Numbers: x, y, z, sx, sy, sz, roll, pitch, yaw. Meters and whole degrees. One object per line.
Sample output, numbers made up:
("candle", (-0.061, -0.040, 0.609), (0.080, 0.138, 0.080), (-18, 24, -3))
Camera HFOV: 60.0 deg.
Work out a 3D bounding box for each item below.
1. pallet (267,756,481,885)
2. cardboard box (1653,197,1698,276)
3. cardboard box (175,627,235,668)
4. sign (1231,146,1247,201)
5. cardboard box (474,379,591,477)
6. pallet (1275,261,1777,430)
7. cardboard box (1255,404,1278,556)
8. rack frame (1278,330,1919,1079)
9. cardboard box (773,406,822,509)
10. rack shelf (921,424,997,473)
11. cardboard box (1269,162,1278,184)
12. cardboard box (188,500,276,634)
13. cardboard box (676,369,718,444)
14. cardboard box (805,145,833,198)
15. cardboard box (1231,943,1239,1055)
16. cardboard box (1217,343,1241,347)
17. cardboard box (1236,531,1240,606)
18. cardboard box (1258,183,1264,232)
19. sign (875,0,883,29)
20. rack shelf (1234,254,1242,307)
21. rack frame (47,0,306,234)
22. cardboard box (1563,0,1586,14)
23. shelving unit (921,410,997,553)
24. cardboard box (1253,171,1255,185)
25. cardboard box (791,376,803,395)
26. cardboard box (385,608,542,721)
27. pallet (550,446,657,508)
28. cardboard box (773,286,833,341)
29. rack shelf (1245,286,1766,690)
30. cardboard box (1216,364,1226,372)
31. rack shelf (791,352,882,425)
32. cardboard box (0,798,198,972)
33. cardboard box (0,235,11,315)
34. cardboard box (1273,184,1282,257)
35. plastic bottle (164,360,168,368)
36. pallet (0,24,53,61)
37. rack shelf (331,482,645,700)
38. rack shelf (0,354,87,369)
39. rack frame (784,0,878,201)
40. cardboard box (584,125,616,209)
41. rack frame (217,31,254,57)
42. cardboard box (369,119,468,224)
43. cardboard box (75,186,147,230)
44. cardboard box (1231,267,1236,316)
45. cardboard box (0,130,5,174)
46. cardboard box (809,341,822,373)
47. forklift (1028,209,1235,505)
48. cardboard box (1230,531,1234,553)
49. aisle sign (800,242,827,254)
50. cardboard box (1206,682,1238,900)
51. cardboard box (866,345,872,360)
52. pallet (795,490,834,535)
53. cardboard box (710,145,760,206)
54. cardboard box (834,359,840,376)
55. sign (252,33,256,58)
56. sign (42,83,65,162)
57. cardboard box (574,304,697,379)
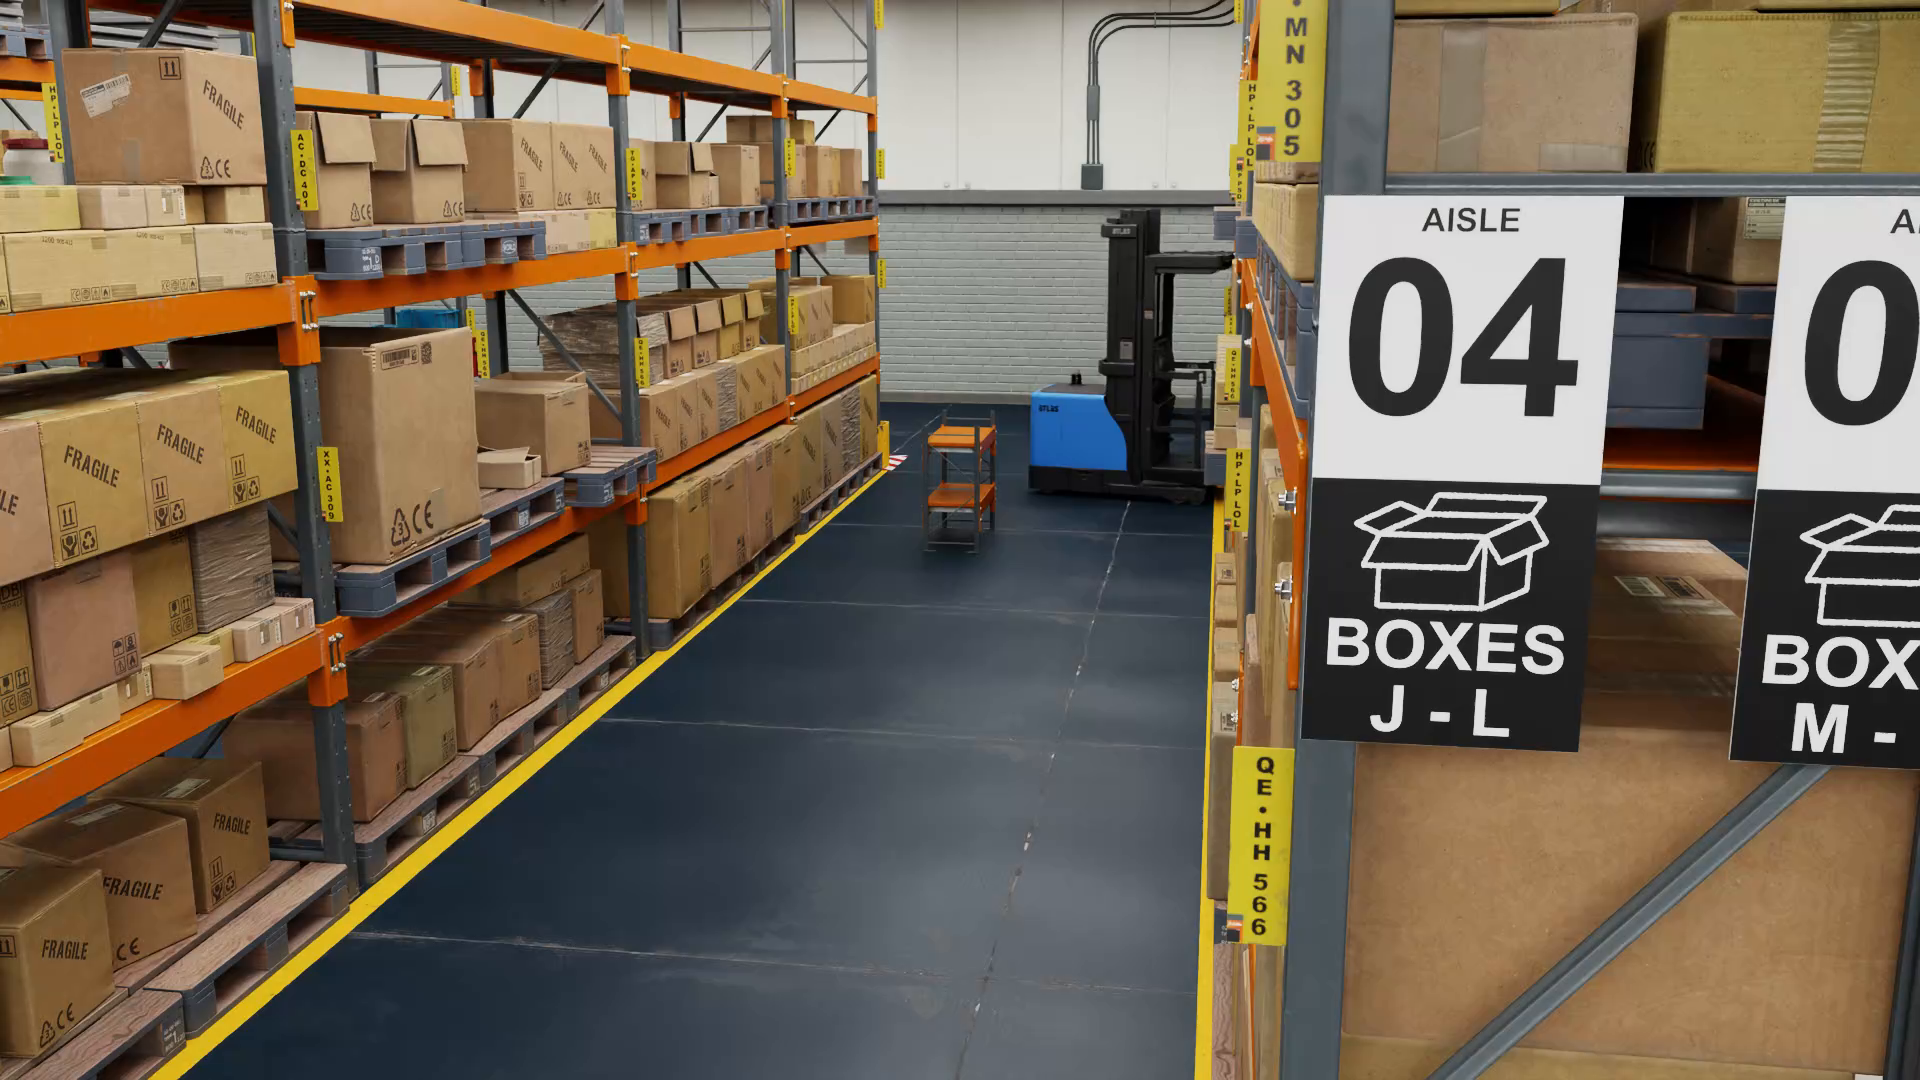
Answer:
("pallet", (-3.146, 1.368, 8.400), (1.003, 0.211, 1.213), (2, 12, 9))
("cardboard box", (1.414, -0.530, 2.832), (0.380, 0.149, 0.250), (2, 12, 9))
("cardboard box", (-3.153, 0.446, 6.656), (0.380, 0.149, 0.250), (2, 12, 9))
("sign", (1.700, -2.221, 10.087), (0.100, 0.325, 0.005), (2, 12, 9))
("cardboard box", (-2.680, -0.686, 10.081), (0.700, 0.500, 0.500), (4, 13, 17))
("pallet", (1.110, -0.396, 3.058), (1.003, 0.211, 1.213), (2, 12, 9))
("cardboard box", (1.530, -0.176, 6.030), (0.875, 0.550, 0.550), (2, 12, 9))
("rack frame", (1.006, 1.182, 2.647), (1.000, 3.000, 0.127), (2, 12, 9))
("cardboard box", (-1.854, -0.799, 15.886), (0.875, 0.875, 0.875), (2, 12, 9))
("rack shelf", (0.001, -0.837, 15.076), (0.538, 0.278, 1.000), (2, 12, 9))
("cardboard box", (0.961, -0.930, 3.743), (0.500, 0.250, 0.500), (2, 12, 8))
("cardboard box", (-3.395, 0.065, 6.887), (0.875, 0.500, 0.500), (2, 12, 9))
("cardboard box", (-2.153, -1.021, 12.629), (0.500, 0.500, 0.500), (2, 12, 8))
("cardboard box", (-1.665, -3.648, 16.467), (0.700, 0.500, 0.500), (2, 12, 11))
("cardboard box", (1.455, 1.311, 6.093), (0.875, 0.875, 0.875), (2, 12, 10))
("cardboard box", (2.217, -1.459, 13.088), (0.380, 0.149, 0.250), (2, 12, 8))
("cardboard box", (1.515, 0.078, 7.532), (0.500, 0.500, 0.500), (2, 12, 8))
("cardboard box", (1.074, -0.972, 4.882), (0.380, 0.149, 0.250), (2, 12, 8))
("sign", (-0.885, -5.738, 18.111), (0.100, 0.325, 0.005), (2, 12, 9))
("rack shelf", (2.544, -2.015, 12.066), (1.077, 0.370, 4.000), (2, 12, 9))
("rack frame", (-3.265, -2.765, 6.722), (1.000, 3.000, 0.127), (2, 12, 9))
("cardboard box", (1.568, -1.130, 3.721), (0.380, 0.149, 0.250), (2, 12, 8))
("shelving unit", (0.001, -0.551, 15.138), (0.538, 1.125, 1.048), (2, 12, 9))
("cardboard box", (1.907, -2.017, 9.347), (0.500, 0.311, 0.500), (2, 12, 9))
("cardboard box", (-1.660, -1.426, 15.343), (0.380, 0.149, 0.250), (2, 12, 9))
("cardboard box", (-2.886, 0.716, 9.698), (0.700, 0.500, 0.500), (3, 13, 13))
("pallet", (-2.654, -0.420, 10.533), (1.213, 0.211, 1.003), (2, 12, 9))
("cardboard box", (-1.549, -2.239, 16.389), (0.500, 0.500, 0.500), (1, 12, 7))
("rack shelf", (1.313, -0.349, 4.338), (1.077, 0.370, 4.000), (2, 12, 9))
("cardboard box", (1.977, -1.136, 11.590), (0.380, 0.149, 0.250), (2, 12, 10))
("rack shelf", (-1.727, -1.563, 17.089), (1.077, 0.370, 4.000), (2, 12, 9))
("cardboard box", (-3.446, 1.385, 6.638), (0.500, 0.500, 0.500), (6, 14, 27))
("cardboard box", (-3.322, -0.804, 5.097), (0.500, 0.250, 0.500), (2, 12, 10))
("cardboard box", (0.840, -0.655, 3.410), (0.380, 0.149, 0.250), (2, 12, 9))
("plastic bottle", (-7.406, -1.539, 15.548), (0.061, 0.283, 0.133), (2, 12, 9))
("pallet", (-7.402, -3.620, 12.084), (1.213, 0.211, 1.003), (2, 12, 9))
("rack shelf", (-2.957, 0.103, 9.361), (1.077, 0.370, 4.000), (2, 12, 9))
("rack shelf", (-11.514, -1.884, 18.582), (1.077, 0.370, 4.000), (2, 12, 9))
("rack frame", (-1.419, -5.263, 18.313), (1.000, 3.000, 0.127), (2, 12, 9))
("cardboard box", (-2.476, -2.318, 10.340), (0.500, 0.500, 0.500), (2, 12, 10))
("rack frame", (-6.928, -4.591, 15.194), (1.000, 3.000, 0.127), (2, 12, 9))
("cardboard box", (-2.950, -1.846, 8.332), (0.797, 0.503, 0.637), (2, 12, 11))
("cardboard box", (-3.130, -1.178, 5.884), (0.380, 0.149, 0.250), (1, 12, 7))
("cardboard box", (2.731, -2.214, 15.086), (0.500, 0.500, 0.500), (1, 12, 7))
("cardboard box", (-11.430, -4.448, 19.037), (0.700, 0.500, 0.500), (2, 12, 9))
("cardboard box", (-1.622, -1.763, 15.960), (0.500, 0.250, 0.500), (2, 12, 8))
("forklift", (2.296, -1.917, 17.187), (3.031, 2.935, 1.130), (4, 13, 17))
("cardboard box", (2.082, 0.016, 11.214), (0.500, 0.250, 0.500), (2, 12, 7))
("aisle sign", (-1.704, -3.626, 18.786), (0.394, 0.787, 0.004), (2, 12, 9))
("cardboard box", (1.627, 1.111, 7.316), (1.050, 0.750, 0.750), (2, 12, 8))
("cardboard box", (-1.187, -2.069, 18.327), (0.380, 0.149, 0.250), (2, 12, 9))
("pallet", (-1.840, -0.291, 16.098), (1.003, 0.211, 1.213), (2, 12, 9))
("cardboard box", (-2.113, -3.097, 14.149), (0.700, 0.500, 0.500), (2, 12, 10))
("cardboard box", (-1.422, -1.751, 16.849), (0.380, 0.149, 0.250), (2, 12, 7))
("sign", (-6.385, -4.471, 15.131), (0.100, 0.325, 0.005), (2, 12, 9))
("sign", (-3.813, -1.762, 7.022), (0.100, 0.325, 0.005), (2, 12, 9))
("cardboard box", (-2.418, -1.492, 12.434), (0.797, 0.503, 0.637), (2, 12, 10))
